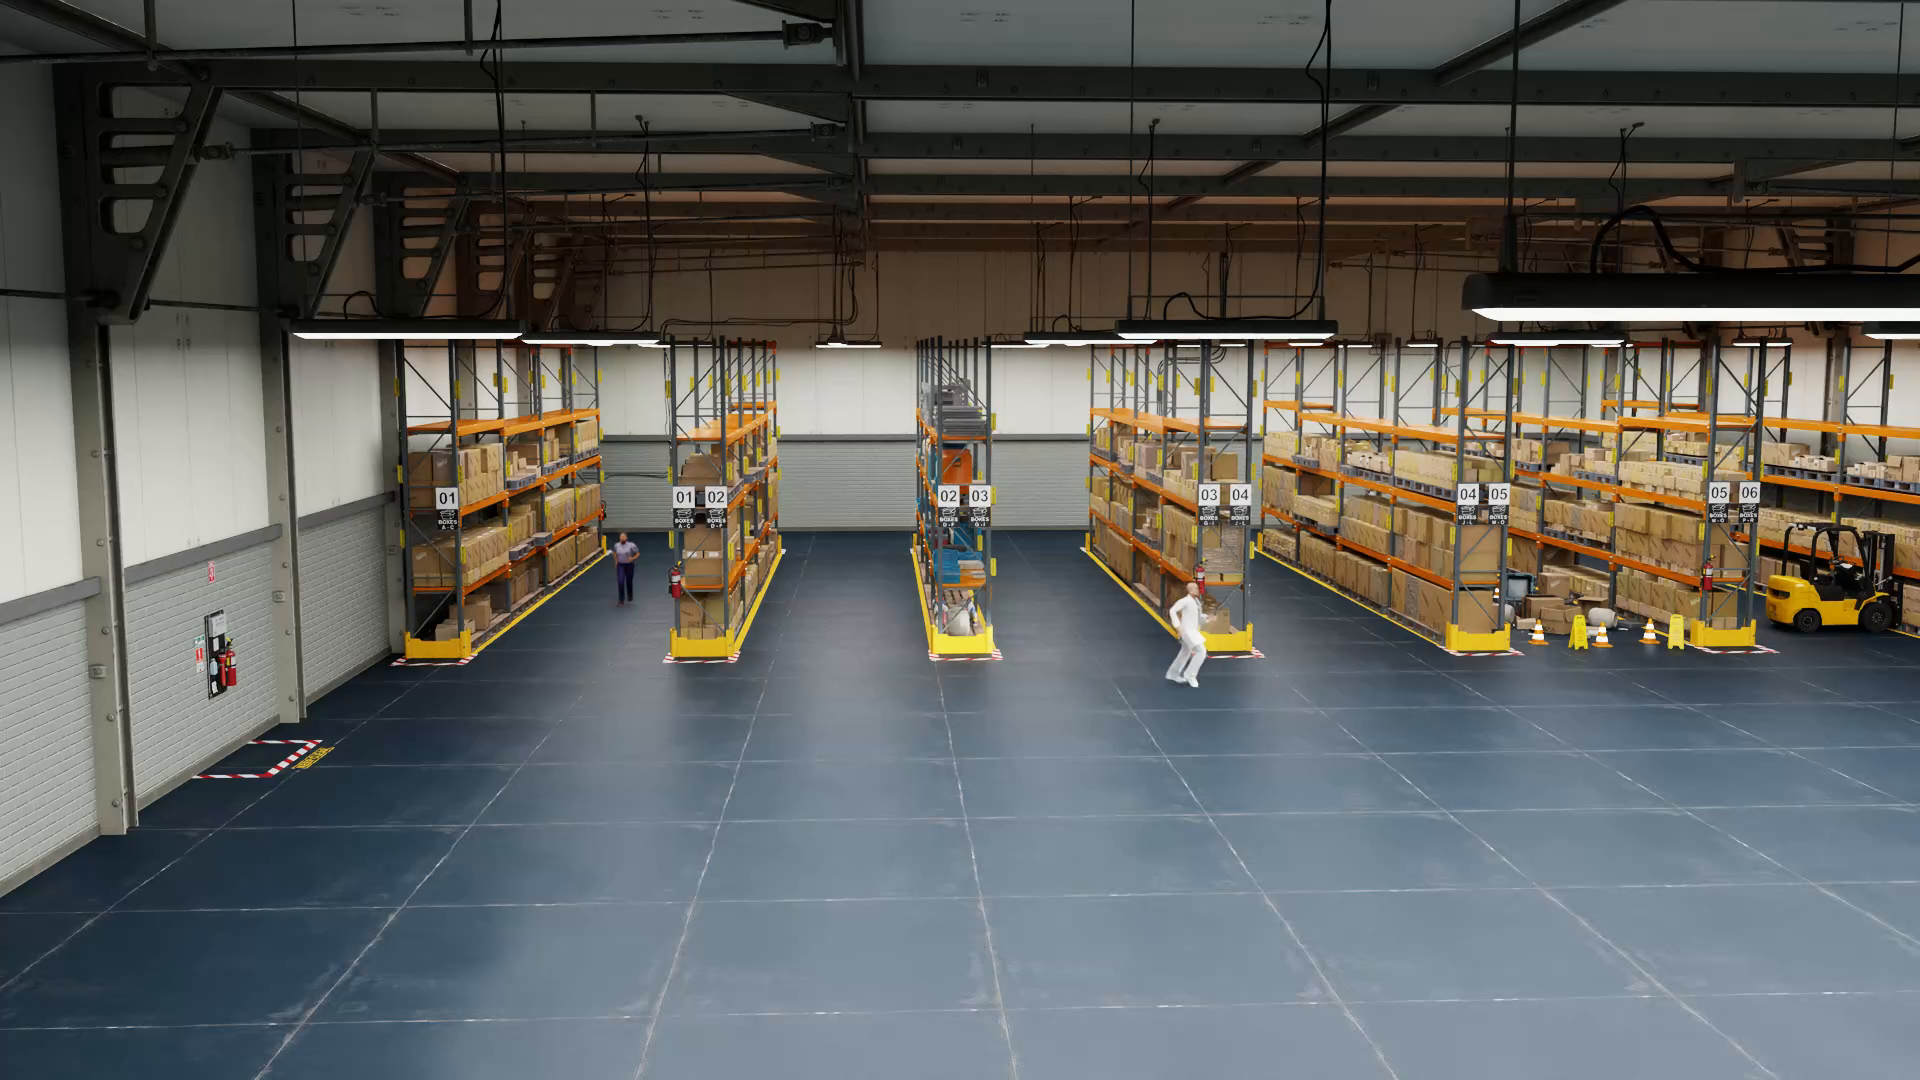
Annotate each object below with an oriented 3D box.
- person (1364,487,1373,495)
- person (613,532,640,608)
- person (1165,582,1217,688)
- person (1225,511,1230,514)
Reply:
[{"bbox_3d":[12.138,-0.767,49.360,0.734,1.835,0.642,0,6,-2],"label":"person"},{"bbox_3d":[-7.530,0.648,37.560,0.601,1.686,0.783,-1,7,-5],"label":"person"},{"bbox_3d":[3.940,1.626,28.415,0.888,1.819,0.666,3,7,22],"label":"person"},{"bbox_3d":[7.422,-0.410,46.430,0.736,1.739,0.657,0,6,2],"label":"person"}]
